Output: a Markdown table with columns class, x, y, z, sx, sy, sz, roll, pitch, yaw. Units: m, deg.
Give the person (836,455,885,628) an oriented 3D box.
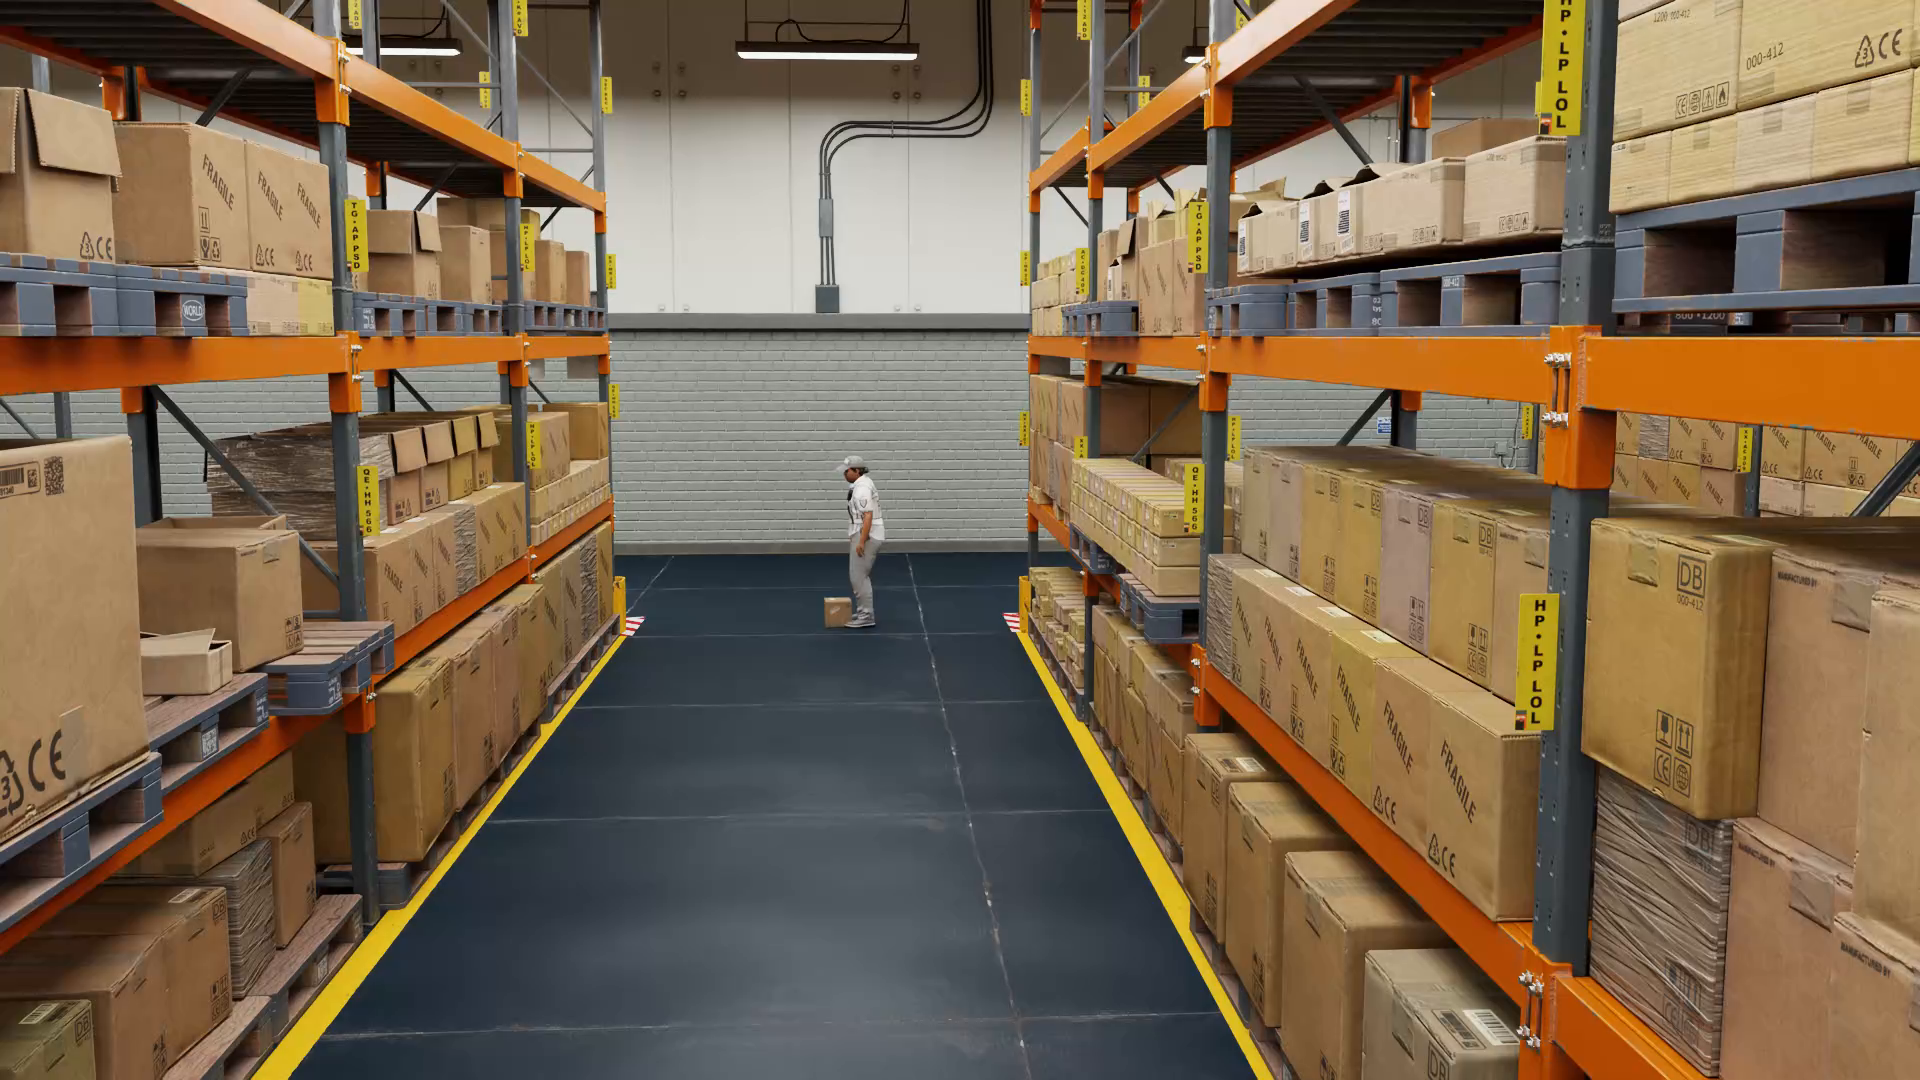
| class | x | y | z | sx | sy | sz | roll | pitch | yaw |
| --- | --- | --- | --- | --- | --- | --- | --- | --- | --- |
| person | -0.975 | 0.003 | 16.204 | 0.469 | 1.666 | 0.563 | -1 | 7 | -7 |
